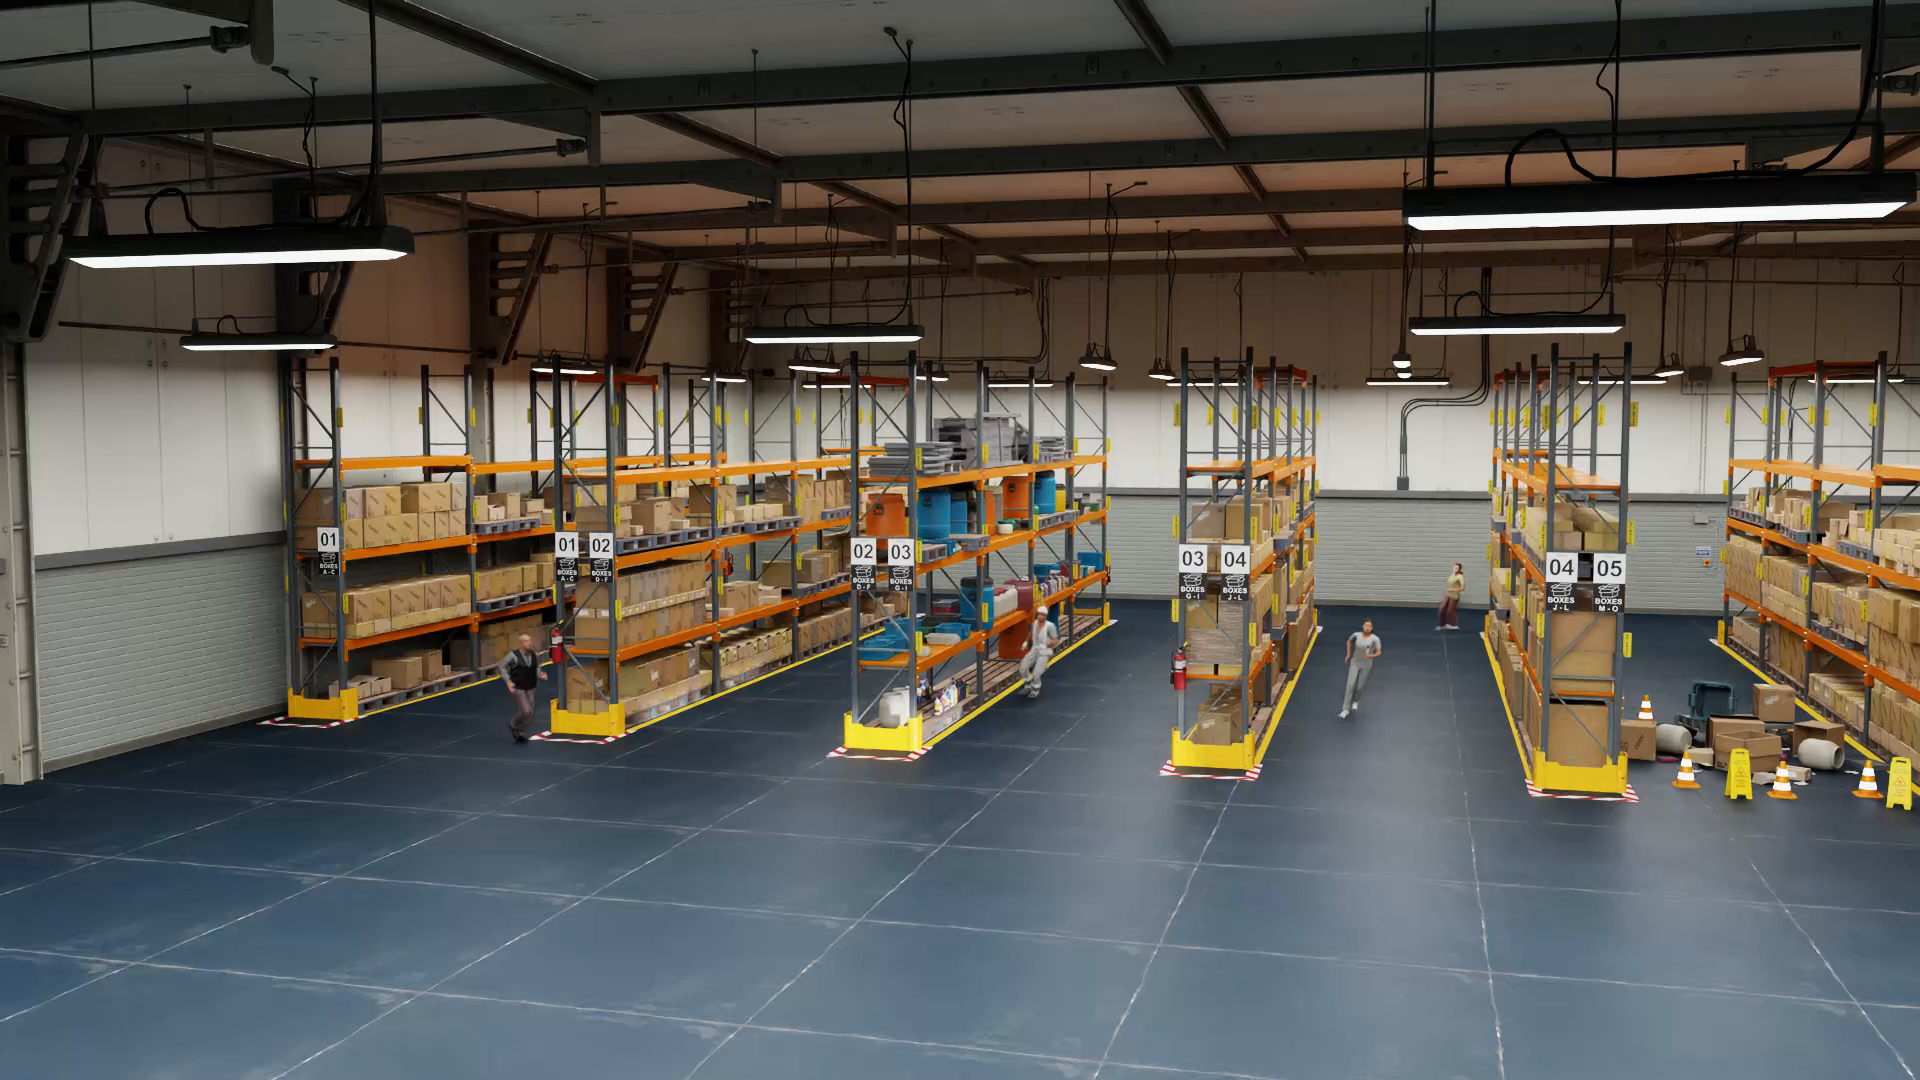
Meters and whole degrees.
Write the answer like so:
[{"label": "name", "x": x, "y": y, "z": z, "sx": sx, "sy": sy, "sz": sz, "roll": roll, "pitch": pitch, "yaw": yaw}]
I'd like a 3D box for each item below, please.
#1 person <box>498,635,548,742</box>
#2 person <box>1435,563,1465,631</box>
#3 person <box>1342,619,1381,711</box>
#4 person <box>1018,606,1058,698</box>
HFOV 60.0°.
[{"label": "person", "x": -6.693, "y": 2.289, "z": 25.551, "sx": 0.655, "sy": 1.667, "sz": 0.665, "roll": 4, "pitch": 6, "yaw": 44}, {"label": "person", "x": 11.566, "y": 1.350, "z": 38.980, "sx": 0.576, "sy": 1.661, "sz": 0.730, "roll": -2, "pitch": 5, "yaw": -23}, {"label": "person", "x": 6.770, "y": 2.073, "z": 27.948, "sx": 0.613, "sy": 1.548, "sz": 0.779, "roll": 1, "pitch": 4, "yaw": 18}, {"label": "person", "x": 1.338, "y": 1.999, "z": 29.495, "sx": 0.873, "sy": 1.674, "sz": 0.632, "roll": 3, "pitch": 5, "yaw": 33}]
